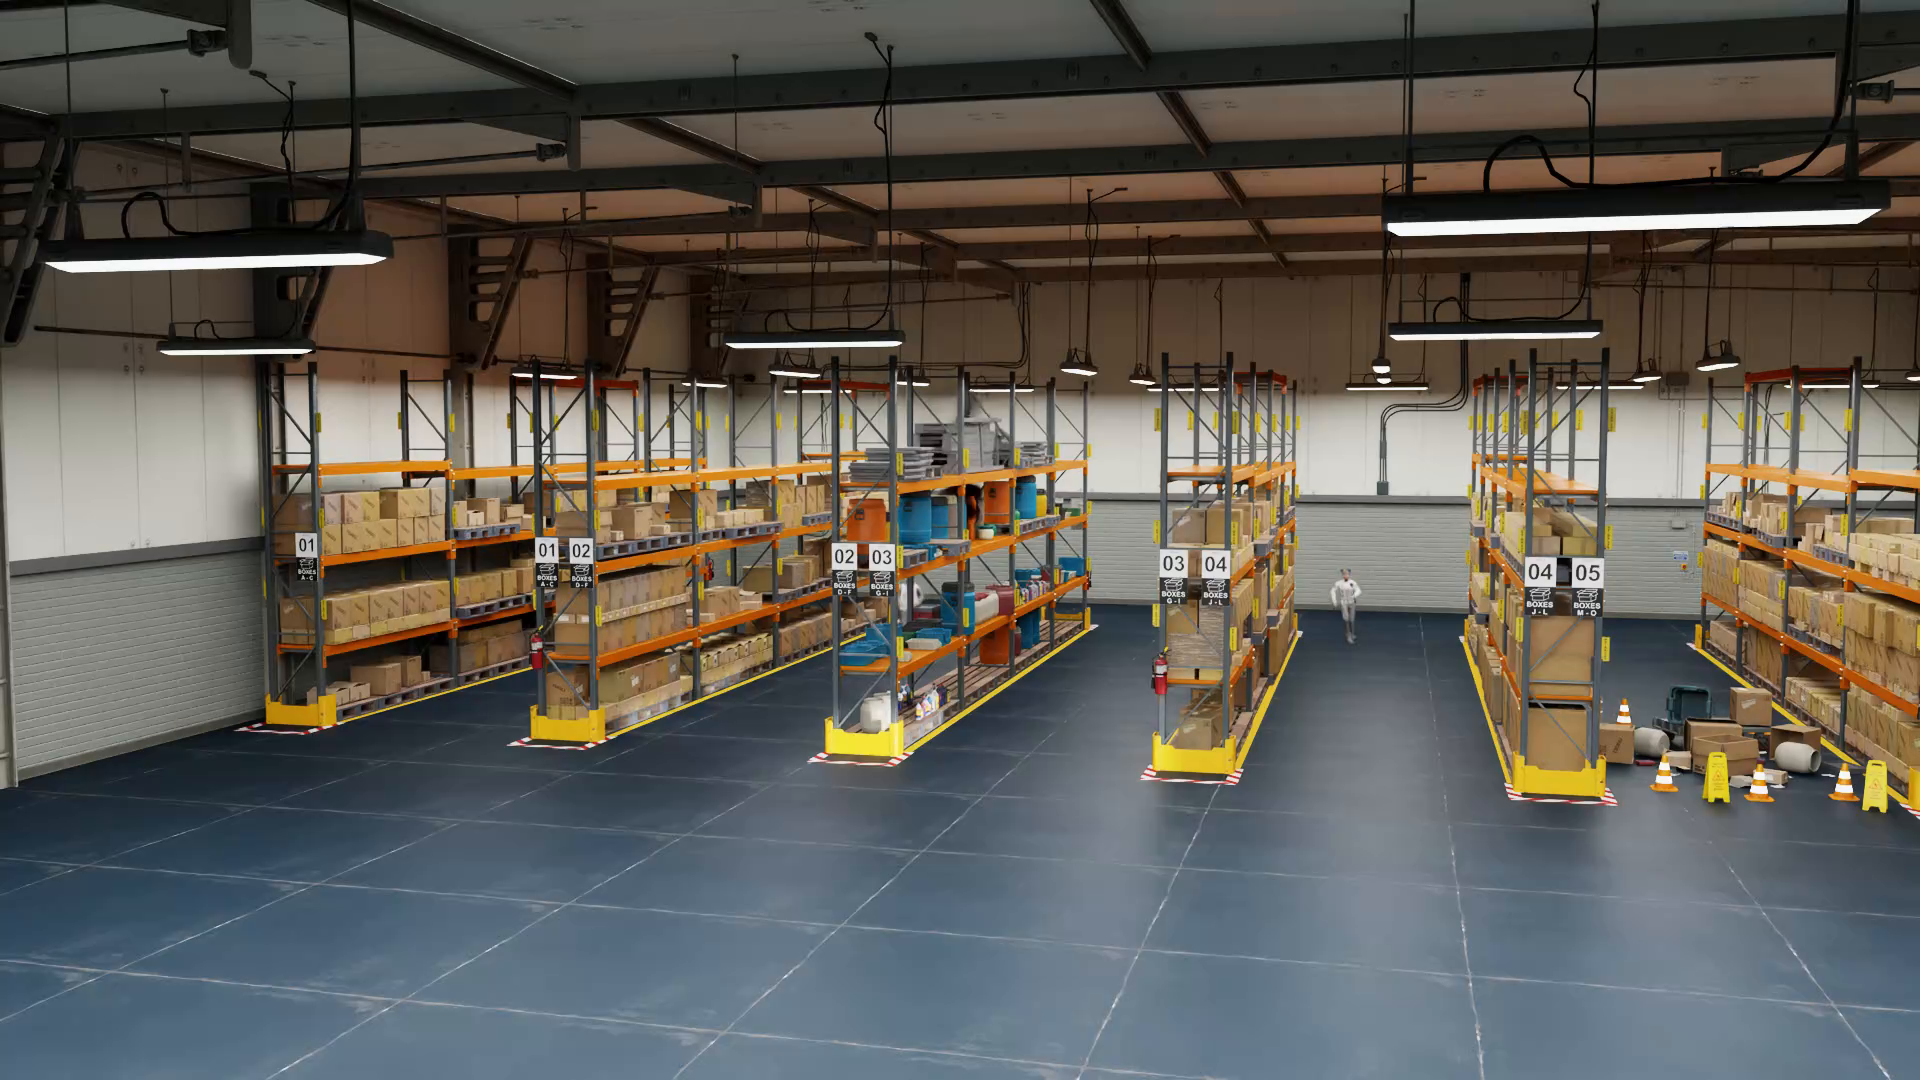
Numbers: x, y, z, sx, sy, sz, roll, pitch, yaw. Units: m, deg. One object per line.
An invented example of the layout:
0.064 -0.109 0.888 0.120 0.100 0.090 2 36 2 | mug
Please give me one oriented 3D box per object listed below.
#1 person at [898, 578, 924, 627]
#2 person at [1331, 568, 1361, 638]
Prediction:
-1.130 1.546 37.014 0.660 1.733 0.585 0 4 4 | person
8.838 1.428 38.016 0.649 1.593 0.646 0 4 4 | person
